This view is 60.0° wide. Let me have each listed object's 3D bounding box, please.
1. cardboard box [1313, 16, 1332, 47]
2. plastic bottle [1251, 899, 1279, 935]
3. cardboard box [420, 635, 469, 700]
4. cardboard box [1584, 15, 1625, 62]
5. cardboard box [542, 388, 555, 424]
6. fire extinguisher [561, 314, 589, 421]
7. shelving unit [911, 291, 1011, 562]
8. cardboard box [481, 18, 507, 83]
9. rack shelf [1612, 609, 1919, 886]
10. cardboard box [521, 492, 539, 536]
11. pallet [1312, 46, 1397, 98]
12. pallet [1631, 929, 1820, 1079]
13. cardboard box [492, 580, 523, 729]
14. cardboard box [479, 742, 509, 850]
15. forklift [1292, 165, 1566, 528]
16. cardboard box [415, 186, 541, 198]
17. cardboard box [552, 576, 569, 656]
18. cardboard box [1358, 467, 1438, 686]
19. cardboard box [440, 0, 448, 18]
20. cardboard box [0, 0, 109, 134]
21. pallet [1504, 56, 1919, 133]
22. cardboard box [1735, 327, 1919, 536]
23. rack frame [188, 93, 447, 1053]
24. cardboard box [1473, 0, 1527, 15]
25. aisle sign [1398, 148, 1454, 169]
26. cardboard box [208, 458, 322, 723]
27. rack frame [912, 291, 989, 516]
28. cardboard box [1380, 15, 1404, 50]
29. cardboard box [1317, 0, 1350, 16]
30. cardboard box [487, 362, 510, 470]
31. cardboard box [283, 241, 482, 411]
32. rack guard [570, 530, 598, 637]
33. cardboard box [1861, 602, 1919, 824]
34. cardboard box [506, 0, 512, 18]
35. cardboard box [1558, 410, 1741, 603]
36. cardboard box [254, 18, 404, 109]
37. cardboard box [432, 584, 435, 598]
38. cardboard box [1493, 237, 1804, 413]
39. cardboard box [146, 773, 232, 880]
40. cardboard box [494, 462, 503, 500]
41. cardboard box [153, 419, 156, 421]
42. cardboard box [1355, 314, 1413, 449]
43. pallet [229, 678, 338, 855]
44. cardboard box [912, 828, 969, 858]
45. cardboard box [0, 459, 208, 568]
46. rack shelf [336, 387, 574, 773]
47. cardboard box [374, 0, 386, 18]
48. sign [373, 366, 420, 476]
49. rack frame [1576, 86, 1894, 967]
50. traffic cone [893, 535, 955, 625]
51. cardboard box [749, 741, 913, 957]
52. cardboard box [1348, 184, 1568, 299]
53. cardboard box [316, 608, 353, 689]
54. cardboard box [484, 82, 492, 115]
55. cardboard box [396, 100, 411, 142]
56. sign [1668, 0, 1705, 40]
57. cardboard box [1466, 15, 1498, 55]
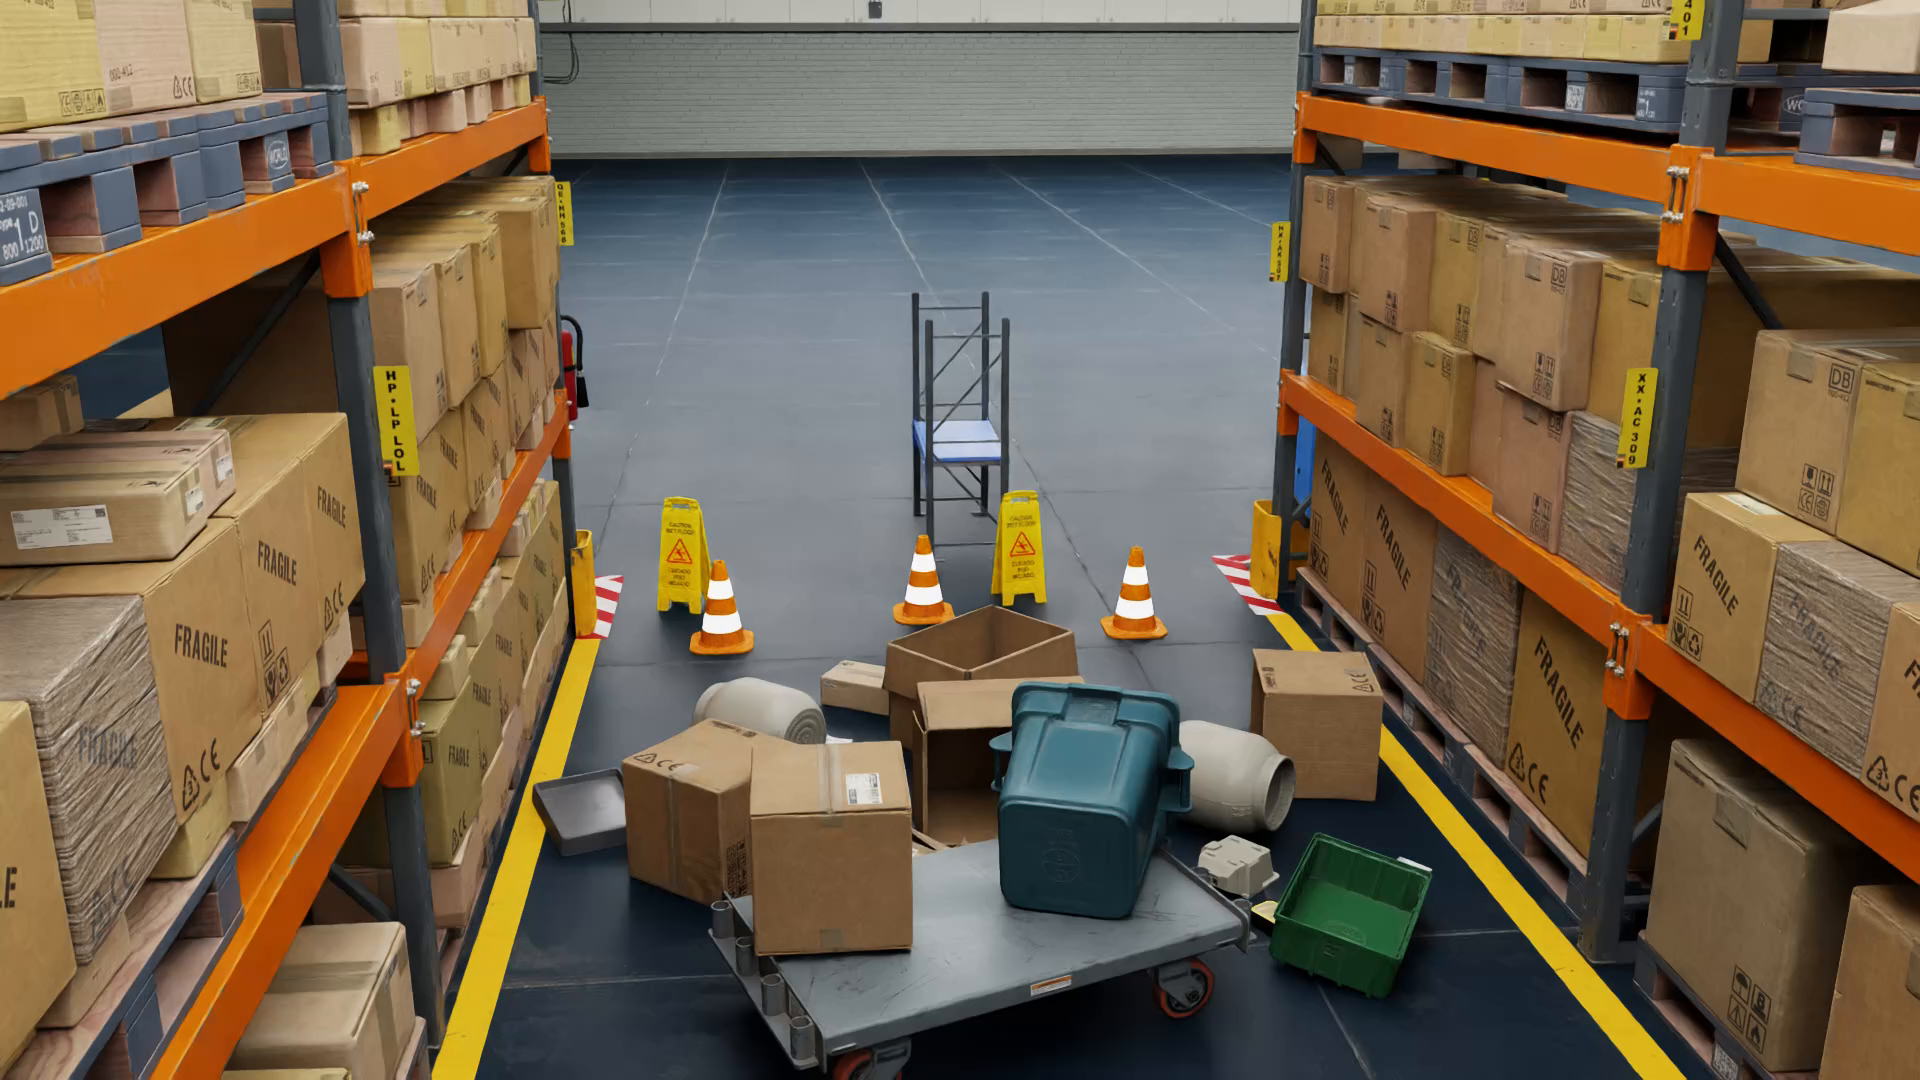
[{"bbox_3d":[2.027,-2.596,8.482,0.380,0.149,0.250,-2,18,-5],"label":"cardboard box"},{"bbox_3d":[1.194,1.409,6.086,0.133,0.061,0.283,-12,21,-34],"label":"plastic bottle"},{"bbox_3d":[-1.935,0.447,5.800,0.380,0.149,0.250,-2,17,-5],"label":"cardboard box"},{"bbox_3d":[2.342,-1.690,5.596,0.380,0.149,0.250,-1,17,-5],"label":"cardboard box"},{"bbox_3d":[-2.214,-0.669,8.220,0.380,0.149,0.250,-2,18,-6],"label":"cardboard box"},{"bbox_3d":[-2.156,-0.977,8.911,0.296,0.674,0.183,-2,18,-6],"label":"fire extinguisher"},{"bbox_3d":[-0.009,-0.741,10.533,0.538,1.500,1.048,-2,18,-6],"label":"shelving unit"},{"bbox_3d":[-2.173,-2.019,6.845,0.500,0.250,0.500,-1,17,-4],"label":"cardboard box"},{"bbox_3d":[2.930,0.982,3.742,1.077,0.370,4.000,-2,18,-6],"label":"rack shelf"},{"bbox_3d":[-2.133,-0.109,7.570,0.380,0.149,0.250,-1,17,-5],"label":"cardboard box"},{"bbox_3d":[2.398,-2.317,8.189,1.003,0.211,1.213,-2,18,-6],"label":"pallet"},{"bbox_3d":[2.878,1.601,5.225,1.003,0.211,1.213,-2,18,-6],"label":"pallet"},{"bbox_3d":[-2.101,0.482,6.771,0.500,0.500,0.500,-1,17,-3],"label":"cardboard box"},{"bbox_3d":[-2.048,0.995,6.390,0.500,0.250,0.500,-1,17,-3],"label":"cardboard box"},{"bbox_3d":[3.628,-1.358,10.109,3.031,2.935,1.130,1,17,2],"label":"forklift"},{"bbox_3d":[-2.288,-1.336,7.592,0.700,0.500,0.500,-2,18,-5],"label":"cardboard box"},{"bbox_3d":[-2.249,0.385,8.331,0.500,0.250,0.500,-2,18,-6],"label":"cardboard box"},{"bbox_3d":[2.539,0.127,8.112,0.875,0.875,0.875,-2,18,-7],"label":"cardboard box"},{"bbox_3d":[-2.140,-2.030,6.216,0.380,0.149,0.250,-1,17,-5],"label":"cardboard box"},{"bbox_3d":[-1.887,-0.861,2.955,0.500,0.250,0.500,-2,17,-5],"label":"cardboard box"},{"bbox_3d":[2.650,-1.590,5.874,1.003,0.211,1.213,-2,18,-6],"label":"pallet"},{"bbox_3d":[2.781,-0.334,4.897,0.700,0.500,0.500,-2,18,-7],"label":"cardboard box"},{"bbox_3d":[-2.190,0.226,4.949,1.000,3.000,0.127,-2,18,-6],"label":"rack frame"},{"bbox_3d":[2.316,-2.145,6.380,0.500,0.250,0.500,-2,18,-6],"label":"cardboard box"},{"bbox_3d":[2.602,-2.419,9.036,0.394,0.787,0.004,-2,18,-6],"label":"aisle sign"},{"bbox_3d":[-1.861,0.114,3.941,0.500,0.500,0.500,-2,18,-5],"label":"cardboard box"},{"bbox_3d":[-0.061,-0.892,11.016,0.500,1.500,0.032,-2,18,-6],"label":"rack frame"},{"bbox_3d":[2.132,-2.295,7.524,0.380,0.149,0.250,-2,18,-5],"label":"cardboard box"},{"bbox_3d":[2.105,-2.747,8.296,0.500,0.250,0.500,-2,18,-6],"label":"cardboard box"},{"bbox_3d":[-2.144,-0.552,6.764,0.500,0.500,0.500,-2,17,-5],"label":"cardboard box"},{"bbox_3d":[-2.050,-0.731,5.666,0.700,0.500,0.500,-2,18,-5],"label":"cardboard box"},{"bbox_3d":[-2.594,0.250,9.048,1.175,0.500,0.348,-2,18,-6],"label":"rack guard"},{"bbox_3d":[2.612,0.460,4.038,0.500,0.500,0.500,-2,18,-6],"label":"cardboard box"},{"bbox_3d":[-2.285,-2.488,7.674,0.380,0.149,0.250,-1,17,-5],"label":"cardboard box"},{"bbox_3d":[2.674,-0.138,5.859,0.875,0.550,0.550,-2,18,-6],"label":"cardboard box"},{"bbox_3d":[-1.963,-1.415,4.922,0.500,0.250,0.500,-2,18,-7],"label":"cardboard box"},{"bbox_3d":[-1.981,0.168,5.552,0.380,0.149,0.250,-1,17,-4],"label":"cardboard box"},{"bbox_3d":[2.547,-0.815,6.212,0.875,0.550,0.550,-2,18,-6],"label":"cardboard box"},{"bbox_3d":[-1.771,0.595,3.493,0.380,0.149,0.250,-2,18,-6],"label":"cardboard box"},{"bbox_3d":[-2.080,-0.213,6.769,0.380,0.149,0.250,-2,18,-6],"label":"cardboard box"},{"bbox_3d":[-2.483,-0.088,5.287,0.500,0.500,0.500,-2,18,-7],"label":"cardboard box"},{"bbox_3d":[2.406,-0.777,7.895,0.875,0.550,0.550,-2,18,-6],"label":"cardboard box"},{"bbox_3d":[-2.256,0.550,4.238,1.003,0.211,1.213,-2,18,-6],"label":"pallet"},{"bbox_3d":[-0.139,1.221,6.343,0.396,0.266,0.258,16,24,42],"label":"cardboard box"},{"bbox_3d":[-1.782,-0.057,3.403,0.380,0.149,0.250,-3,18,-8],"label":"cardboard box"},{"bbox_3d":[-2.396,-0.027,6.955,1.077,0.370,4.000,-2,18,-6],"label":"rack shelf"},{"bbox_3d":[-1.953,-1.646,4.993,0.380,0.149,0.250,-1,17,-4],"label":"cardboard box"},{"bbox_3d":[-1.638,-0.345,4.834,0.100,0.325,0.005,-2,18,-6],"label":"sign"},{"bbox_3d":[2.724,0.043,5.532,1.000,3.000,0.127,-2,18,-6],"label":"rack frame"},{"bbox_3d":[-0.206,0.197,9.276,0.336,0.463,0.334,-2,18,-6],"label":"traffic cone"},{"bbox_3d":[-0.422,0.993,5.414,0.500,0.500,0.500,-2,18,-6],"label":"cardboard box"},{"bbox_3d":[2.459,-1.463,8.275,0.875,0.550,0.550,-2,18,-6],"label":"cardboard box"},{"bbox_3d":[-1.862,0.290,4.463,0.380,0.149,0.250,-2,17,-5],"label":"cardboard box"},{"bbox_3d":[-2.203,-1.876,7.055,0.380,0.149,0.250,-2,18,-6],"label":"cardboard box"},{"bbox_3d":[-2.071,-1.412,5.577,0.380,0.149,0.250,-1,17,-4],"label":"cardboard box"},{"bbox_3d":[2.172,-1.655,4.938,0.100,0.325,0.005,-2,18,-6],"label":"sign"},{"bbox_3d":[2.235,-1.994,6.566,0.380,0.149,0.250,-2,18,-6],"label":"cardboard box"}]
